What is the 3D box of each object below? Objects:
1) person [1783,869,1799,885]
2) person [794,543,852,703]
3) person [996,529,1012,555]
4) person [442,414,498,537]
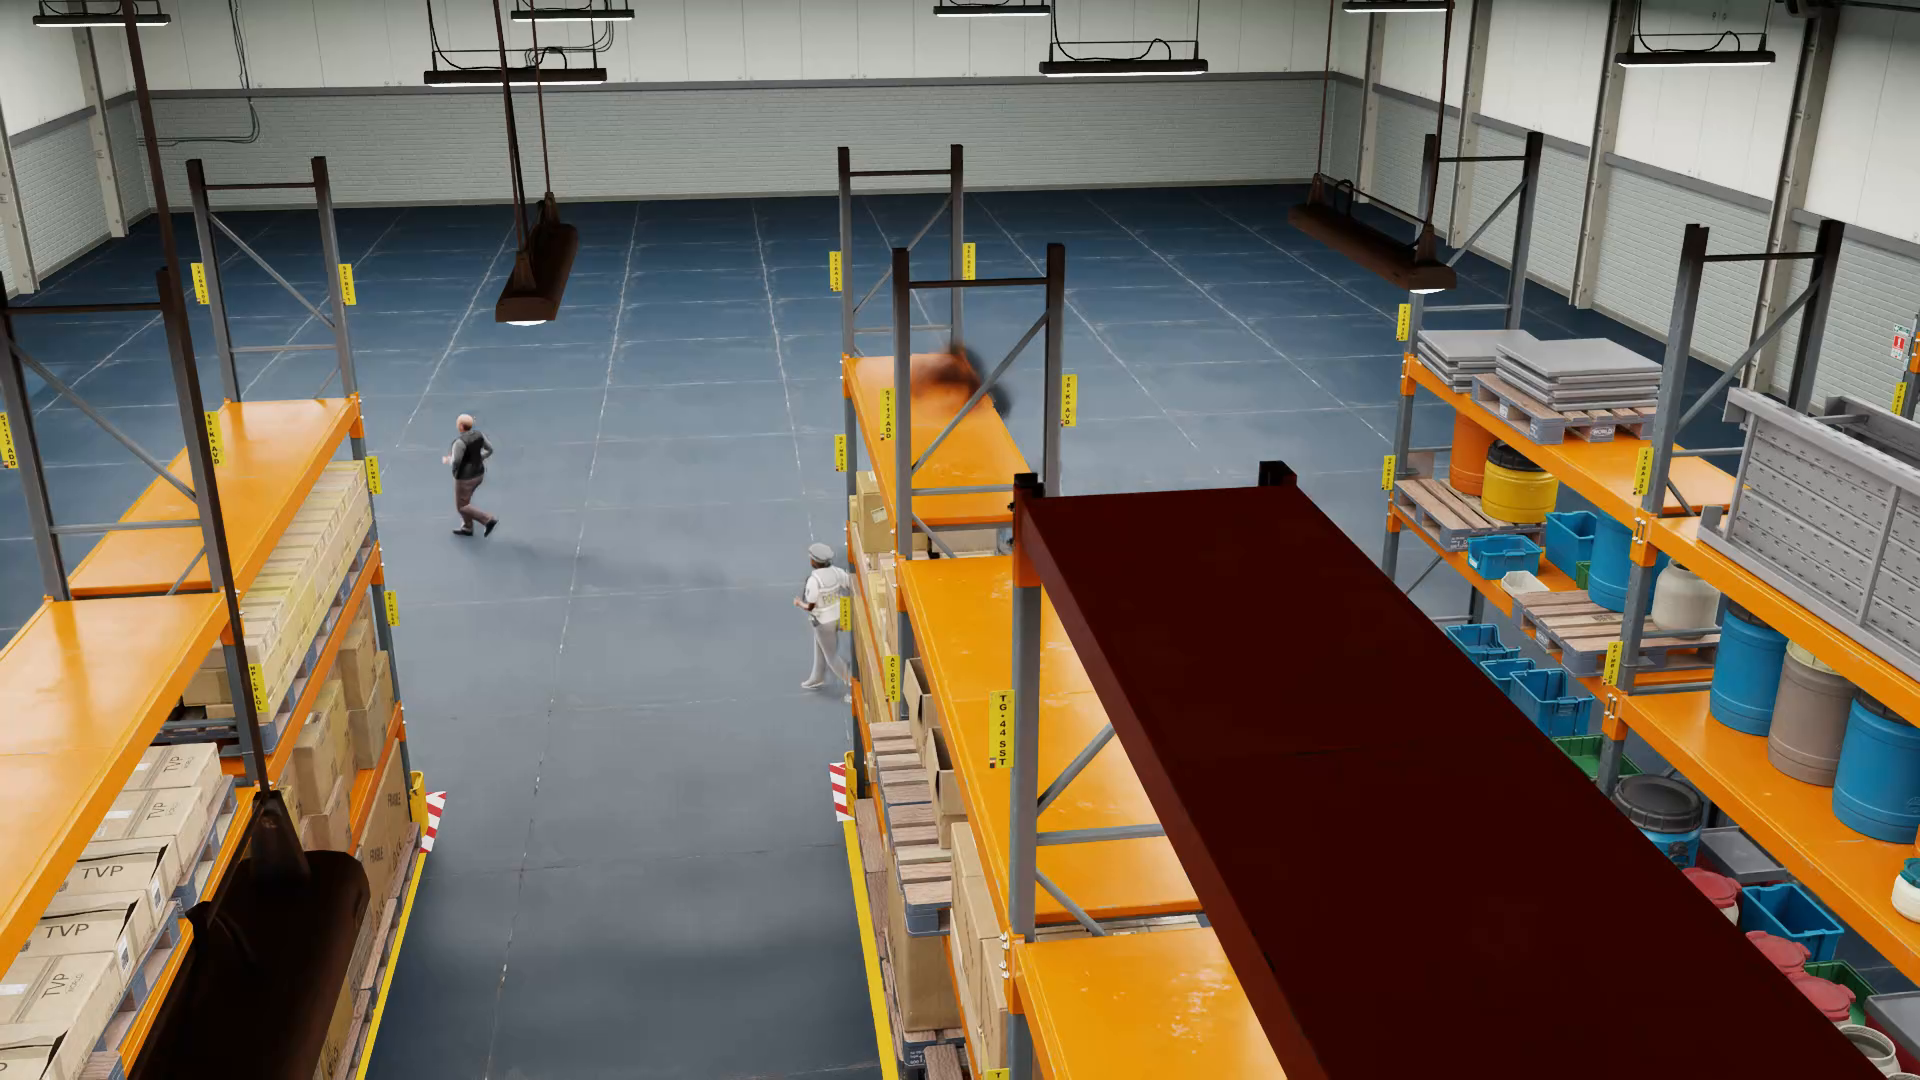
[{"bbox_3d":[6.428,2.524,13.058,0.577,1.628,0.528,-2,22,-5],"label":"person"},{"bbox_3d":[-1.339,0.873,17.156,0.900,1.711,0.524,13,25,30],"label":"person"},{"bbox_3d":[0.376,-0.292,20.229,0.714,1.636,0.525,6,22,15],"label":"person"},{"bbox_3d":[-6.295,-0.811,21.405,0.803,1.689,0.668,8,23,20],"label":"person"}]
